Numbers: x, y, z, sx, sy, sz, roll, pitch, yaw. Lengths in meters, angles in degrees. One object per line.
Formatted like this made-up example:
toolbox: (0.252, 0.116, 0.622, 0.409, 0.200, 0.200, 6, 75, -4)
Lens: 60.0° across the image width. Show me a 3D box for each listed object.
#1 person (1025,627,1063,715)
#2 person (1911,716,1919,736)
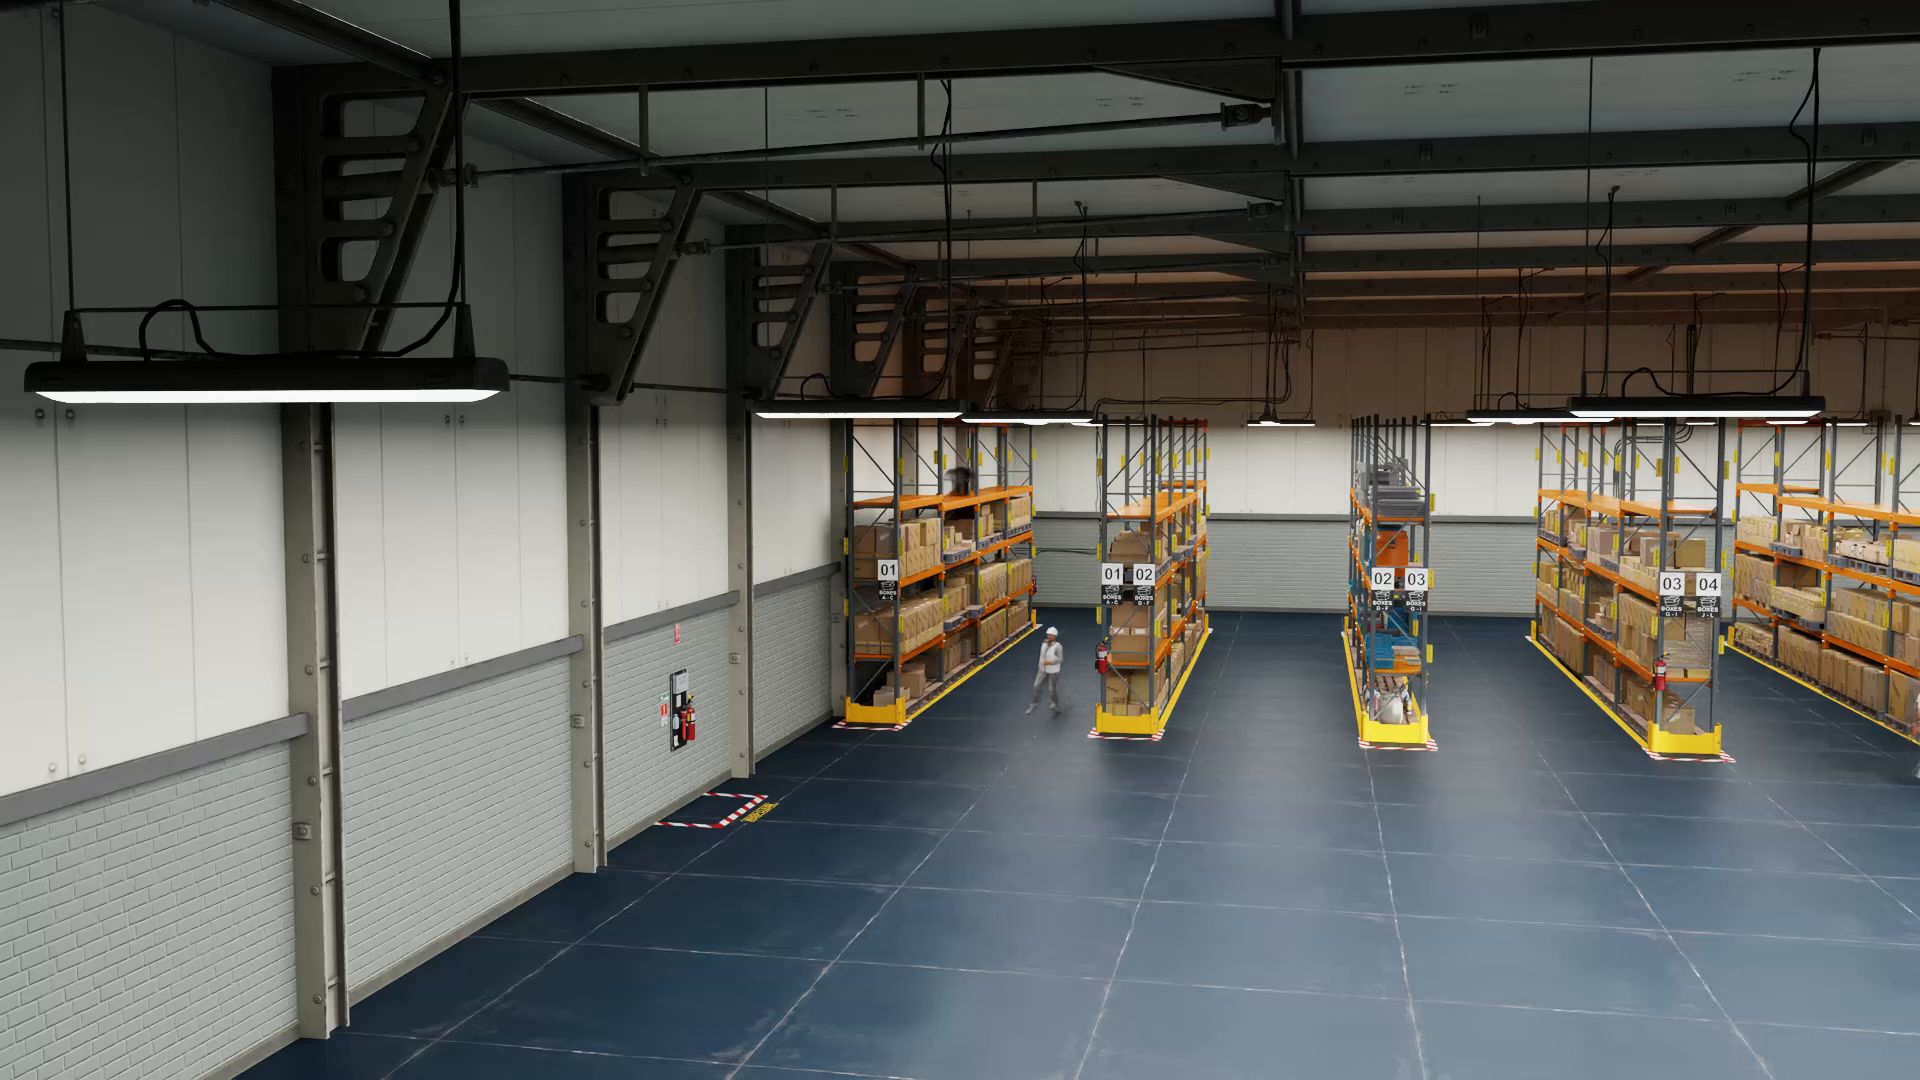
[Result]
person: (1.796, 2.607, 33.324, 0.709, 1.750, 0.853, 2, 5, 33)
person: (15.775, 3.082, 26.670, 0.695, 1.717, 0.662, -1, 4, -16)
